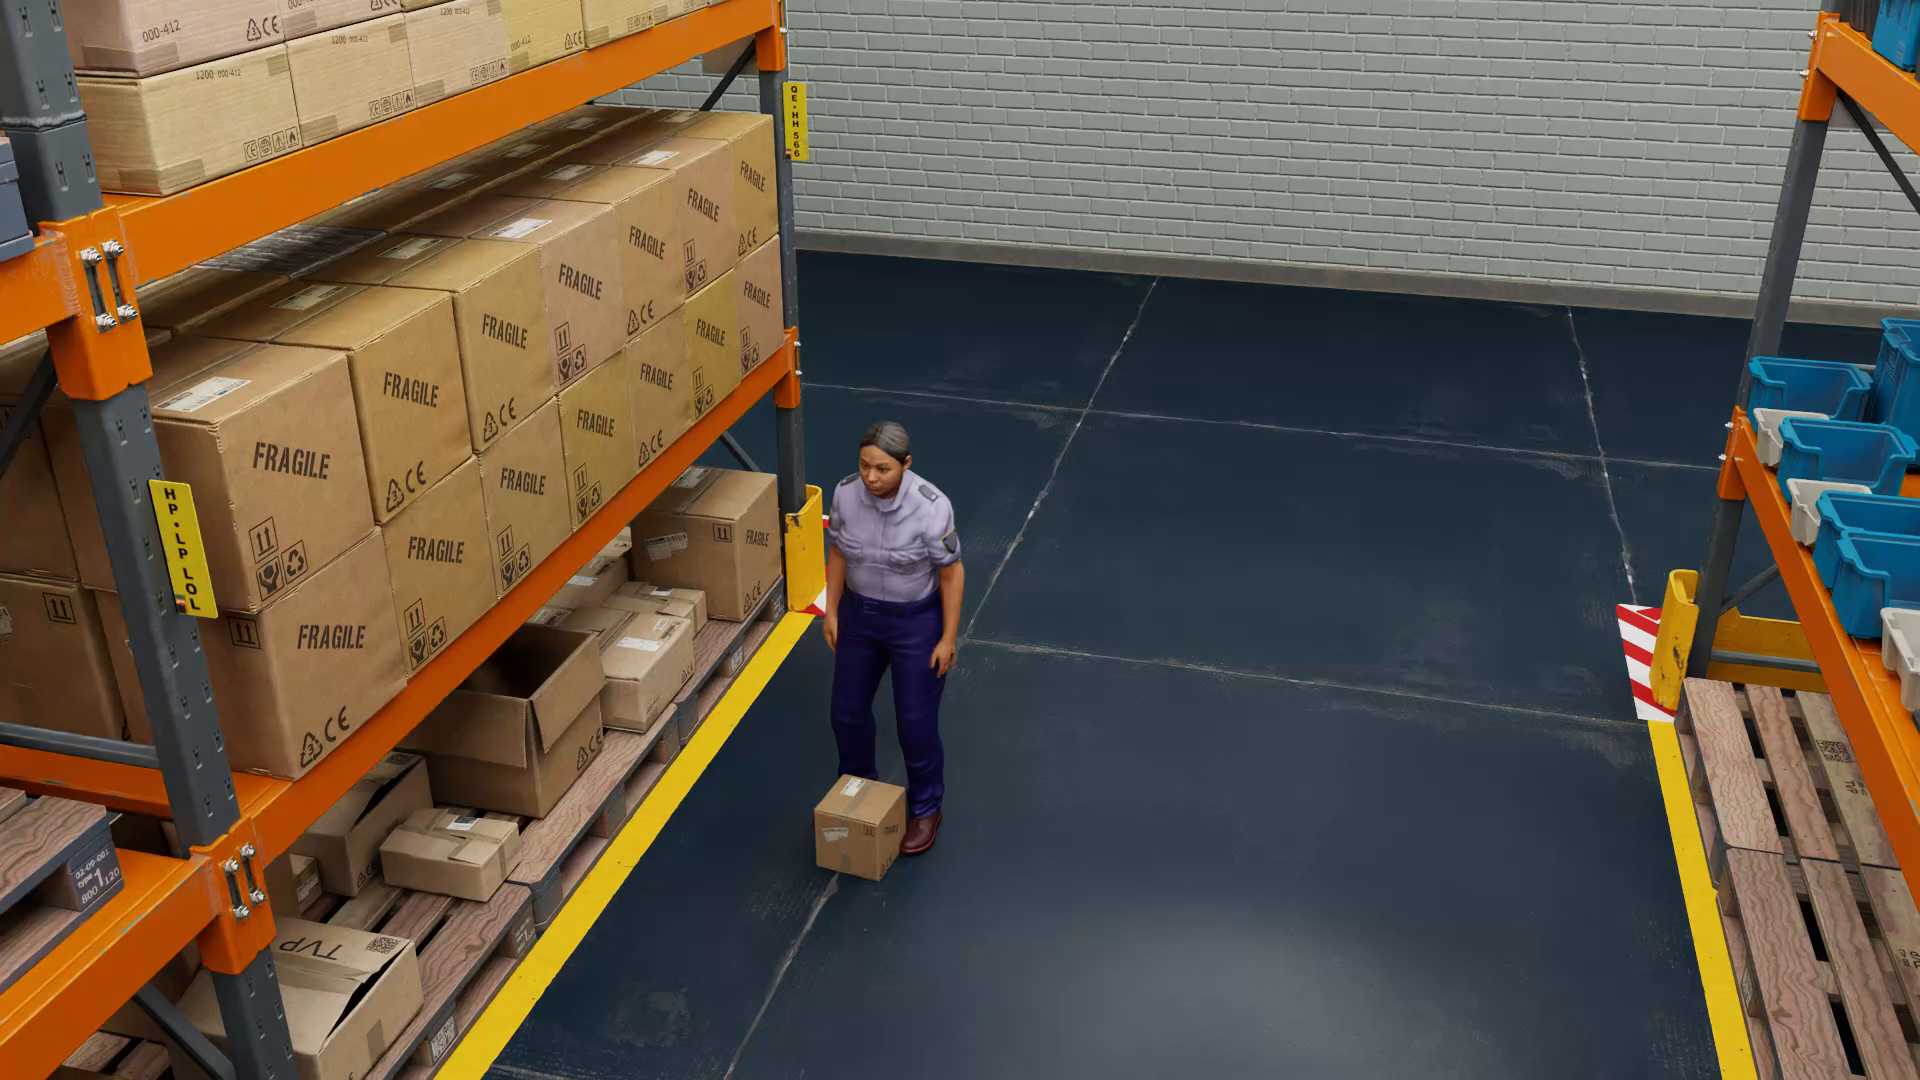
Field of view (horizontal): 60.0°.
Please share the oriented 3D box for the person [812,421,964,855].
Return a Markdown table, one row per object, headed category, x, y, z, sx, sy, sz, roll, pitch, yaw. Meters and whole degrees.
| category | x | y | z | sx | sy | sz | roll | pitch | yaw |
| --- | --- | --- | --- | --- | --- | --- | --- | --- | --- |
| person | -0.257 | 0.319 | 5.950 | 0.551 | 1.650 | 0.372 | 11 | 28 | 22 |
